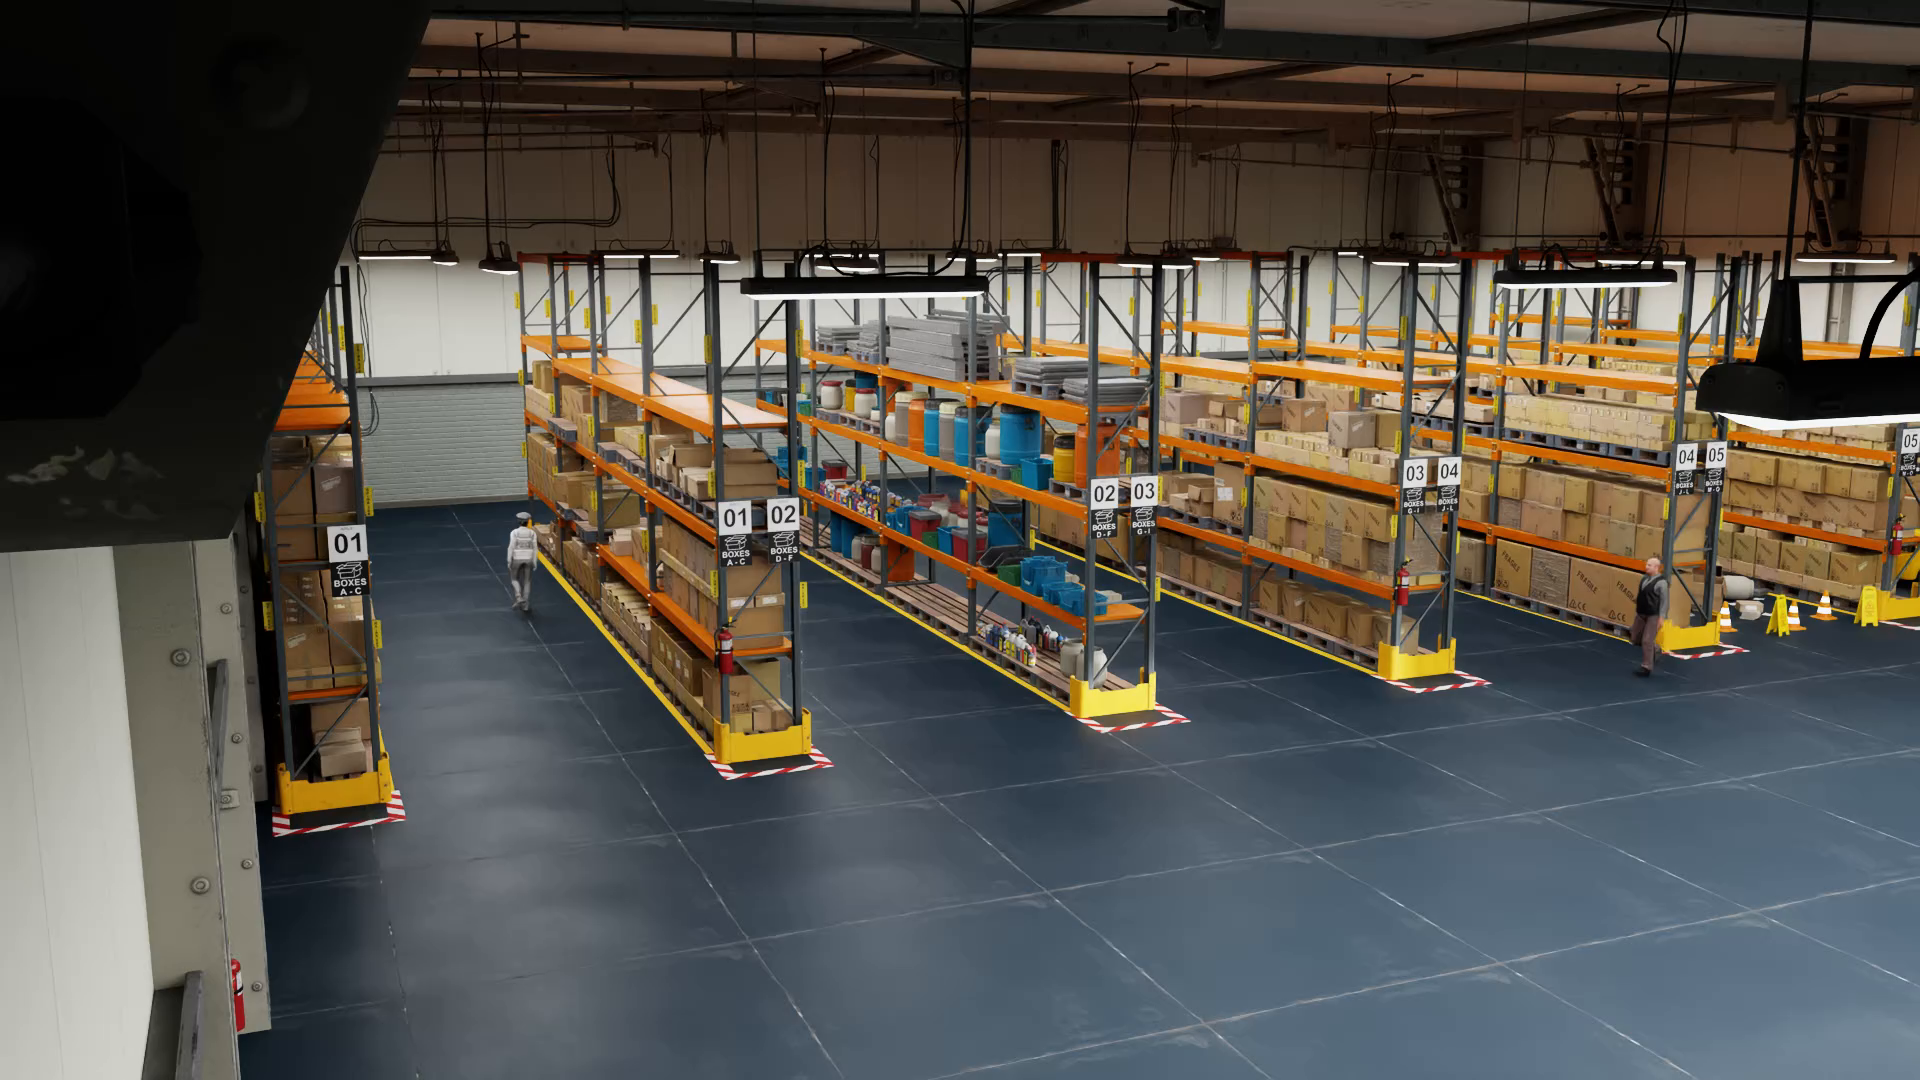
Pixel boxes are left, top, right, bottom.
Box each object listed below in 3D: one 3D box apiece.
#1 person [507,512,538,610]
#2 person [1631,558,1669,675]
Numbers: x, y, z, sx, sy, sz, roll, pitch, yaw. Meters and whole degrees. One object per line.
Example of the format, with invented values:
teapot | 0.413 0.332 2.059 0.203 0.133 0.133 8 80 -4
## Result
person | -7.434 0.375 28.303 0.517 1.673 0.399 -4 11 -19
person | 10.100 1.099 24.209 0.664 1.711 0.539 -5 11 -23
